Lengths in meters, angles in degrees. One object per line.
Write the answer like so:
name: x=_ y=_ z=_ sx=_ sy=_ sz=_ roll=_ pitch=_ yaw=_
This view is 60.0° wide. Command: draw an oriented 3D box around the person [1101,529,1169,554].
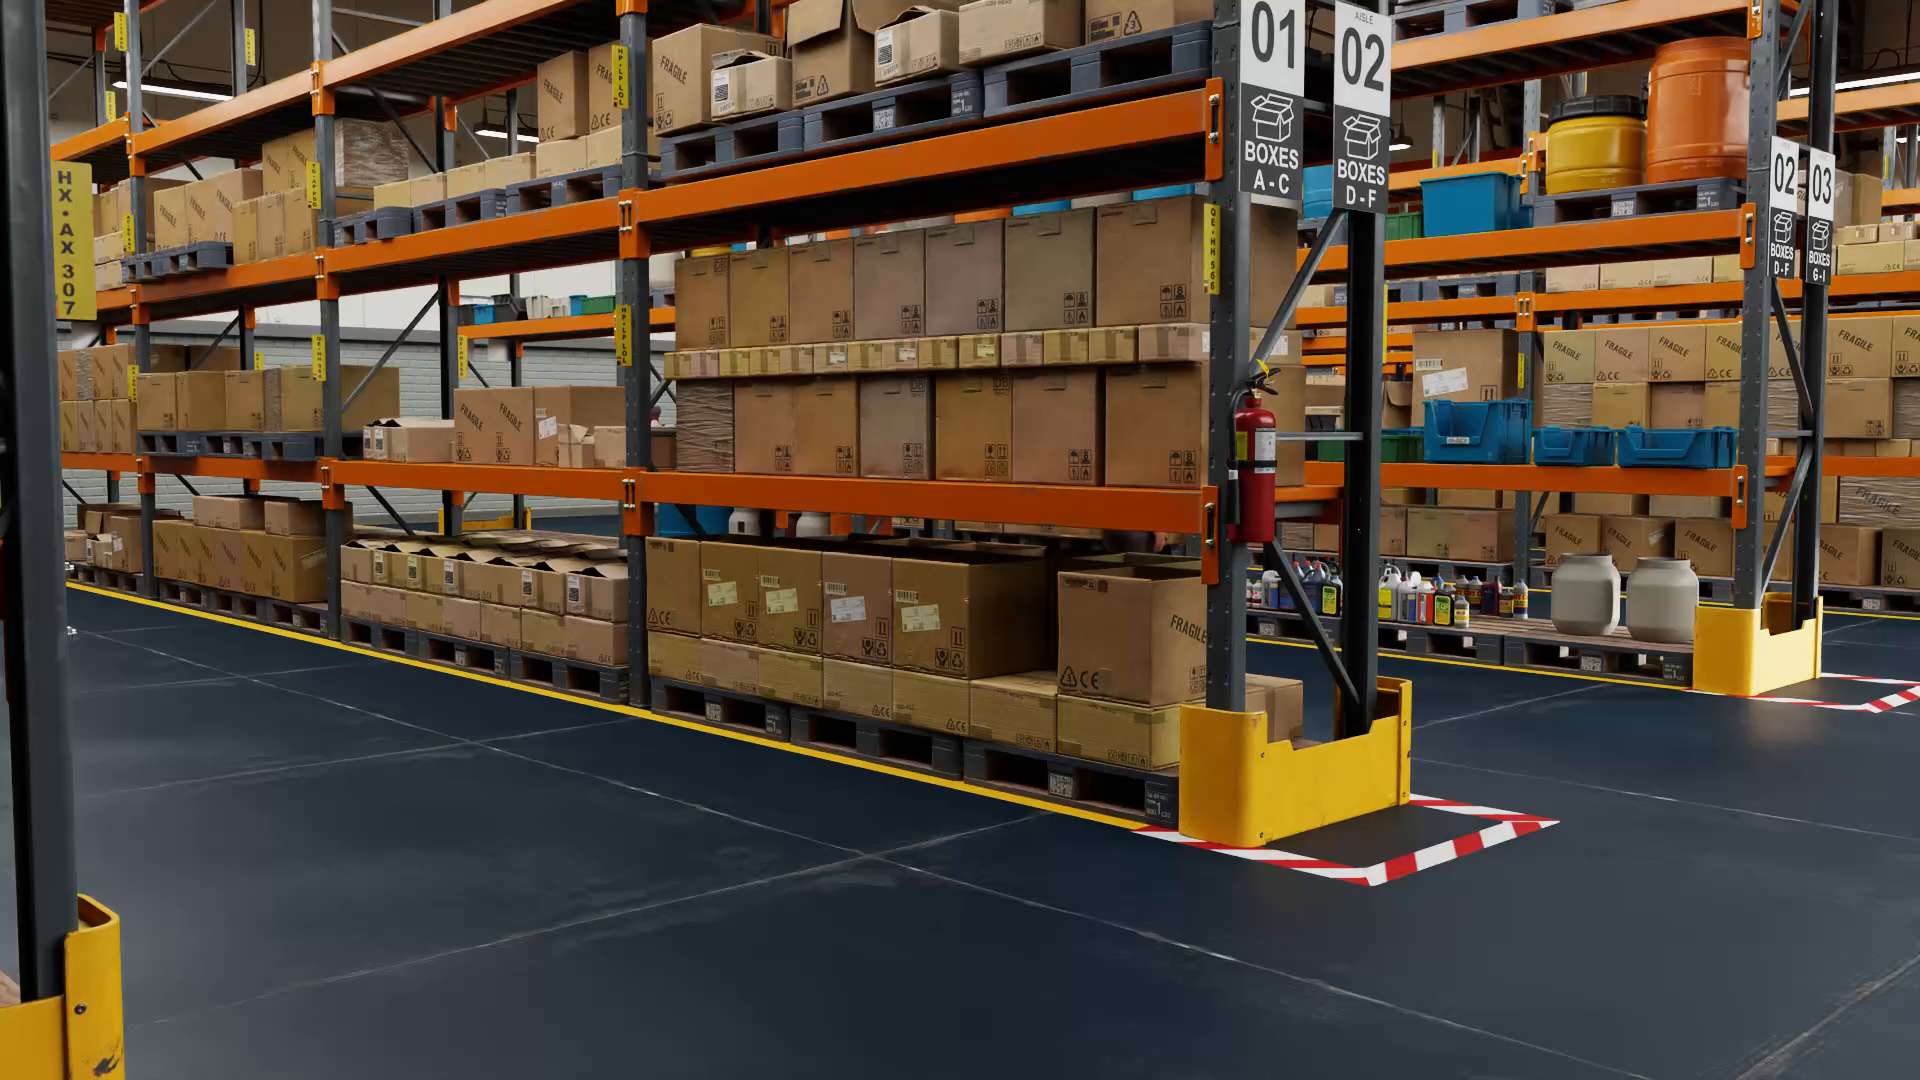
person: x=1.189 y=-0.046 z=11.093 sx=0.443 sy=1.779 sz=0.579 roll=-3 pitch=5 yaw=-34
